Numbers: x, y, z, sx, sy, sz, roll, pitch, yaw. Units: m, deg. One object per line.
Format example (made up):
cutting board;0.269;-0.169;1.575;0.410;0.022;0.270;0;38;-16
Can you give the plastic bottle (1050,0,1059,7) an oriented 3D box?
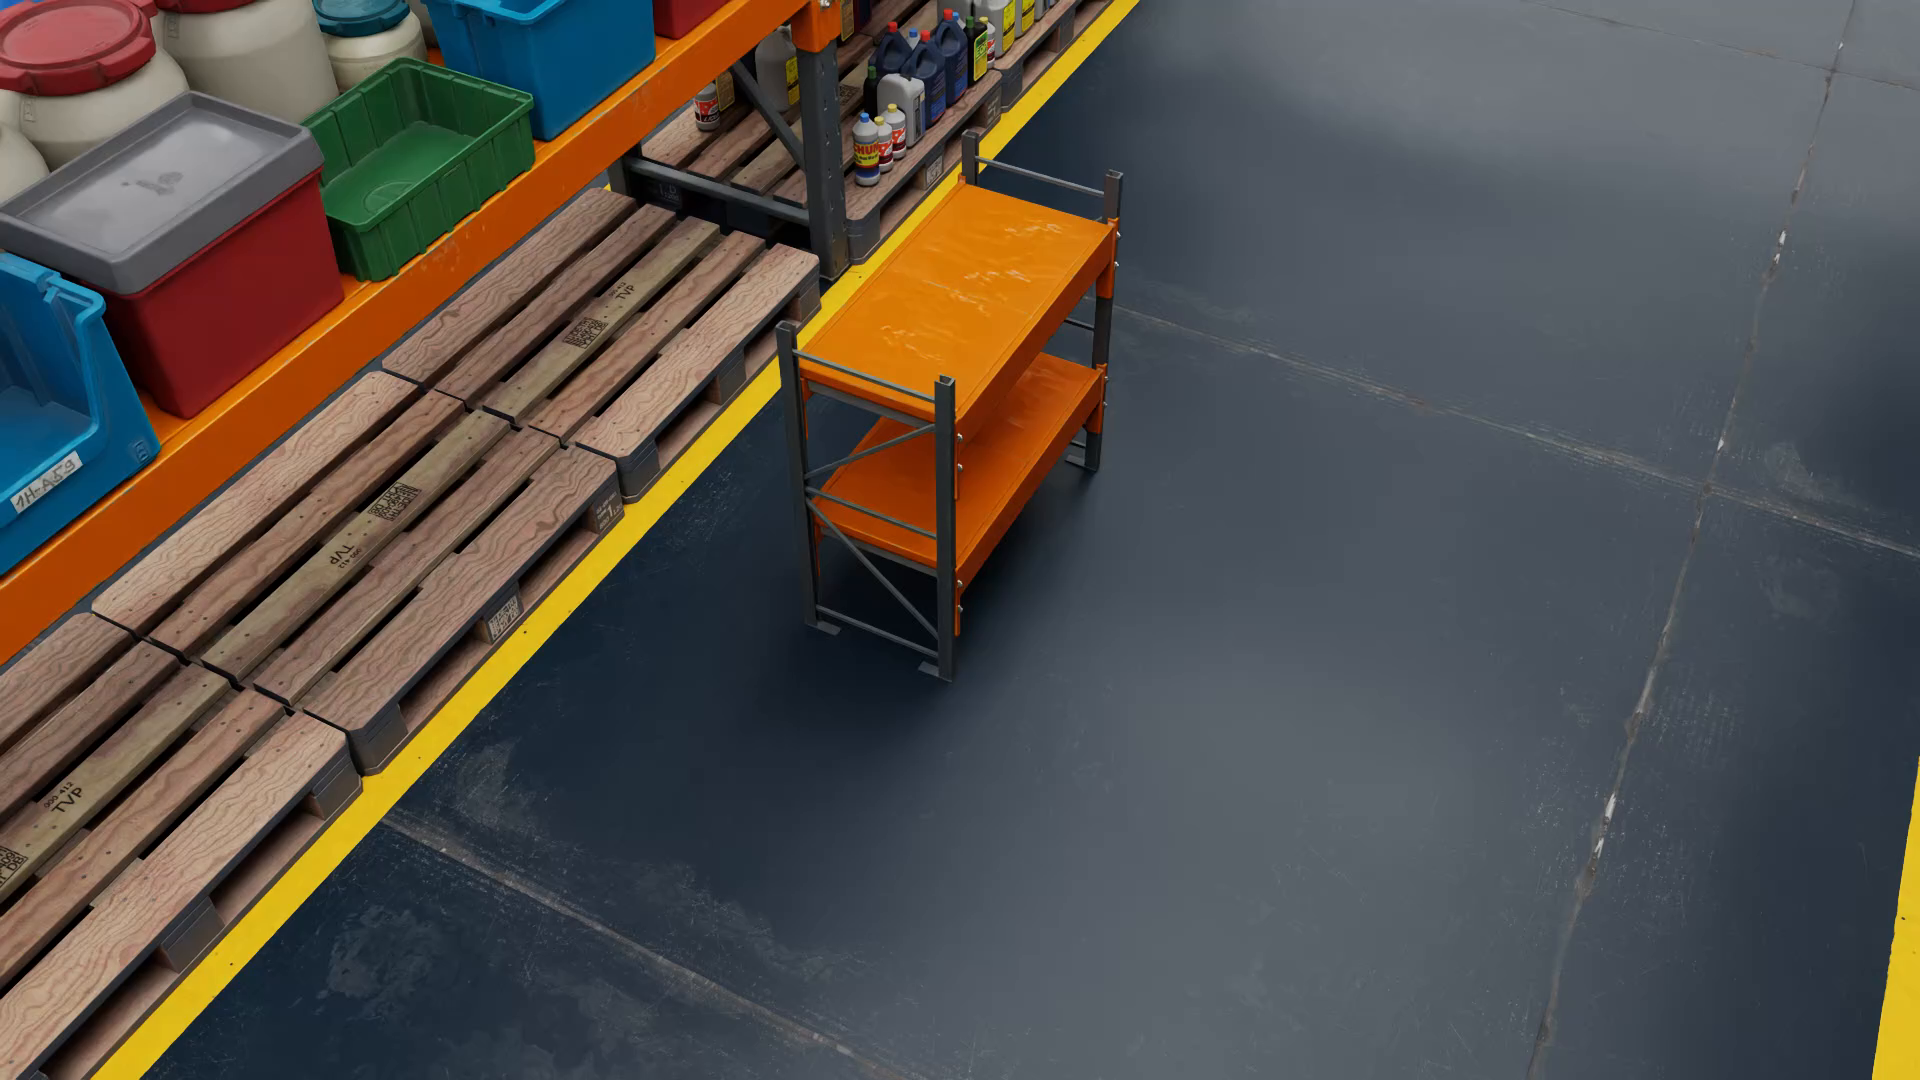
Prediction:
plastic bottle;0.365;-2.477;7.195;0.152;0.276;0.135;21;49;19

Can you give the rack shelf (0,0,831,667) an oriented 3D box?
rack shelf;-1.815;-0.699;4.338;1.077;0.370;4.000;20;49;19

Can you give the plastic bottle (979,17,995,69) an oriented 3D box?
plastic bottle;0.096;-2.044;6.819;0.097;0.201;0.097;0;45;0

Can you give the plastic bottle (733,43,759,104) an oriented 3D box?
plastic bottle;-0.842;-1.936;6.608;0.144;0.351;0.185;19;48;18

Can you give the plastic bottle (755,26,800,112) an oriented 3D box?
plastic bottle;-0.715;-1.889;6.561;0.144;0.351;0.185;20;49;19

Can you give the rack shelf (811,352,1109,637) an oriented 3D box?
rack shelf;-0.003;-0.219;5.020;0.538;0.278;1.000;20;49;19

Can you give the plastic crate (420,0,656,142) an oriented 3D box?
plastic crate;-1.123;-1.408;4.544;0.392;0.384;0.575;20;49;19

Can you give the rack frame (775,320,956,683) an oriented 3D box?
rack frame;-0.239;-0.071;4.529;0.500;1.125;0.032;20;49;19

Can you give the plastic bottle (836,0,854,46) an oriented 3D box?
plastic bottle;-0.501;-2.219;6.935;0.061;0.283;0.133;20;49;19

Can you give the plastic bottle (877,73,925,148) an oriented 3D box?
plastic bottle;-0.224;-1.678;6.405;0.152;0.276;0.135;22;49;20

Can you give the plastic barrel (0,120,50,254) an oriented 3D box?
plastic barrel;-2.259;-0.715;3.769;0.421;0.512;0.421;0;45;0

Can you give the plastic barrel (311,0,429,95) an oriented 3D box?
plastic barrel;-1.636;-1.380;4.602;0.301;0.262;0.301;0;45;0

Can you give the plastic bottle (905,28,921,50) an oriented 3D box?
plastic bottle;-0.184;-1.910;6.638;0.097;0.271;0.097;0;45;0

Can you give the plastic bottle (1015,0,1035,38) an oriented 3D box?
plastic bottle;0.227;-2.311;6.978;0.144;0.351;0.185;22;49;21

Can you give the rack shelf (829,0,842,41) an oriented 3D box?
rack shelf;0.042;-3.219;6.828;1.077;0.370;4.000;20;49;19

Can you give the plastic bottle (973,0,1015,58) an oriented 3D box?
plastic bottle;0.141;-2.193;6.862;0.144;0.351;0.185;20;49;19

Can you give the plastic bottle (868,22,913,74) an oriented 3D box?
plastic bottle;-0.272;-1.854;6.527;0.144;0.351;0.185;20;49;19

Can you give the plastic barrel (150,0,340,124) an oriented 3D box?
plastic barrel;-1.865;-1.267;4.298;0.433;0.535;0.433;0;45;0

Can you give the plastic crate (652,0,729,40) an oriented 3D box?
plastic crate;-0.840;-1.828;4.903;0.402;0.464;0.583;20;49;19

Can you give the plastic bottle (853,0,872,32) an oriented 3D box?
plastic bottle;-0.430;-2.303;7.018;0.061;0.283;0.133;20;49;19

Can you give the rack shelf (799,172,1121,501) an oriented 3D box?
rack shelf;-0.003;-0.597;4.638;0.538;0.278;1.000;20;49;19

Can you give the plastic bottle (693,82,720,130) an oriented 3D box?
plastic bottle;-0.994;-1.714;6.493;0.097;0.201;0.097;0;45;0

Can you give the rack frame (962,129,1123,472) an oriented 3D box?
rack frame;0.233;-0.711;5.162;0.500;1.125;0.032;20;49;19

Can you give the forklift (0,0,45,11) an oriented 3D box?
forklift;-3.941;-2.918;6.073;3.031;2.935;1.130;16;47;15

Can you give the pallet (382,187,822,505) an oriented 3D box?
pallet;-1.216;-0.724;5.817;1.003;0.211;1.213;20;49;19

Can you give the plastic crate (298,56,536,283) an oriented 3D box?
plastic crate;-1.445;-0.947;4.226;0.450;0.188;0.662;20;49;19

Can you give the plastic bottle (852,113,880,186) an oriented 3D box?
plastic bottle;-0.350;-1.463;6.196;0.097;0.271;0.097;0;45;0

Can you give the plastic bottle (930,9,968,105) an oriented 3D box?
plastic bottle;-0.056;-1.926;6.597;0.144;0.351;0.185;19;48;17

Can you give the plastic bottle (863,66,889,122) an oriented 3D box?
plastic bottle;-0.319;-1.715;6.437;0.061;0.283;0.133;20;49;19

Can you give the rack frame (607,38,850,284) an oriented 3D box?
rack frame;-0.886;-2.212;5.327;1.000;3.000;0.127;20;49;19

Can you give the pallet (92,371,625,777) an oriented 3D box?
pallet;-1.782;0.047;5.055;1.003;0.211;1.213;20;49;19

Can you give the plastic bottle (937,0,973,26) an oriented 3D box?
plastic bottle;-0.002;-2.200;6.921;0.152;0.276;0.135;20;49;19

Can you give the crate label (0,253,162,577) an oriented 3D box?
crate label;-2.042;-0.241;3.354;0.502;0.435;0.616;20;49;19

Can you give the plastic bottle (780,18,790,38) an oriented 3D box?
plastic bottle;-0.753;-2.057;6.727;0.144;0.351;0.185;18;48;17

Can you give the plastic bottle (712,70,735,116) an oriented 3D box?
plastic bottle;-0.955;-1.824;6.544;0.061;0.283;0.133;23;50;21

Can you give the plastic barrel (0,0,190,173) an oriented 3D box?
plastic barrel;-2.066;-0.994;4.028;0.433;0.535;0.433;0;45;0

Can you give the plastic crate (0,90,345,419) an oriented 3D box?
plastic crate;-1.722;-0.631;3.720;0.402;0.464;0.583;20;49;19

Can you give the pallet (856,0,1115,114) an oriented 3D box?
pallet;0.028;-2.412;7.486;1.003;0.211;1.213;20;49;19

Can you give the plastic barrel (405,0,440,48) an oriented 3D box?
plastic barrel;-1.525;-1.729;4.754;0.433;0.535;0.433;0;45;0

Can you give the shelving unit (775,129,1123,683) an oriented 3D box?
shelving unit;-0.003;-0.391;4.846;0.538;1.125;1.048;20;49;19

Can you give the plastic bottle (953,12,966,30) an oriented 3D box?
plastic bottle;-0.021;-2.003;6.729;0.097;0.271;0.097;0;45;0

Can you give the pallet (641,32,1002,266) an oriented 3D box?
pallet;-0.537;-1.641;6.723;1.003;0.211;1.213;20;49;19

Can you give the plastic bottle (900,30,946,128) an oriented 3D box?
plastic bottle;-0.144;-1.807;6.480;0.144;0.351;0.185;22;49;20

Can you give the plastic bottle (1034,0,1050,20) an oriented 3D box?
plastic bottle;0.301;-2.390;7.109;0.152;0.276;0.135;19;48;18

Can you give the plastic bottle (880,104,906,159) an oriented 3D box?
plastic bottle;-0.256;-1.567;6.348;0.097;0.201;0.097;0;45;0

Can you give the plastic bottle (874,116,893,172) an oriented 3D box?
plastic bottle;-0.303;-1.503;6.284;0.097;0.201;0.097;0;45;0

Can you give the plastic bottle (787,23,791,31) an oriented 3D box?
plastic bottle;-0.611;-1.998;6.721;0.152;0.276;0.135;20;49;19

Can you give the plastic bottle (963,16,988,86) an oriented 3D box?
plastic bottle;0.057;-1.992;6.710;0.061;0.283;0.133;23;50;21

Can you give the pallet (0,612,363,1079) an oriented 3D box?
pallet;-2.349;0.813;4.298;1.003;0.211;1.213;20;49;19
